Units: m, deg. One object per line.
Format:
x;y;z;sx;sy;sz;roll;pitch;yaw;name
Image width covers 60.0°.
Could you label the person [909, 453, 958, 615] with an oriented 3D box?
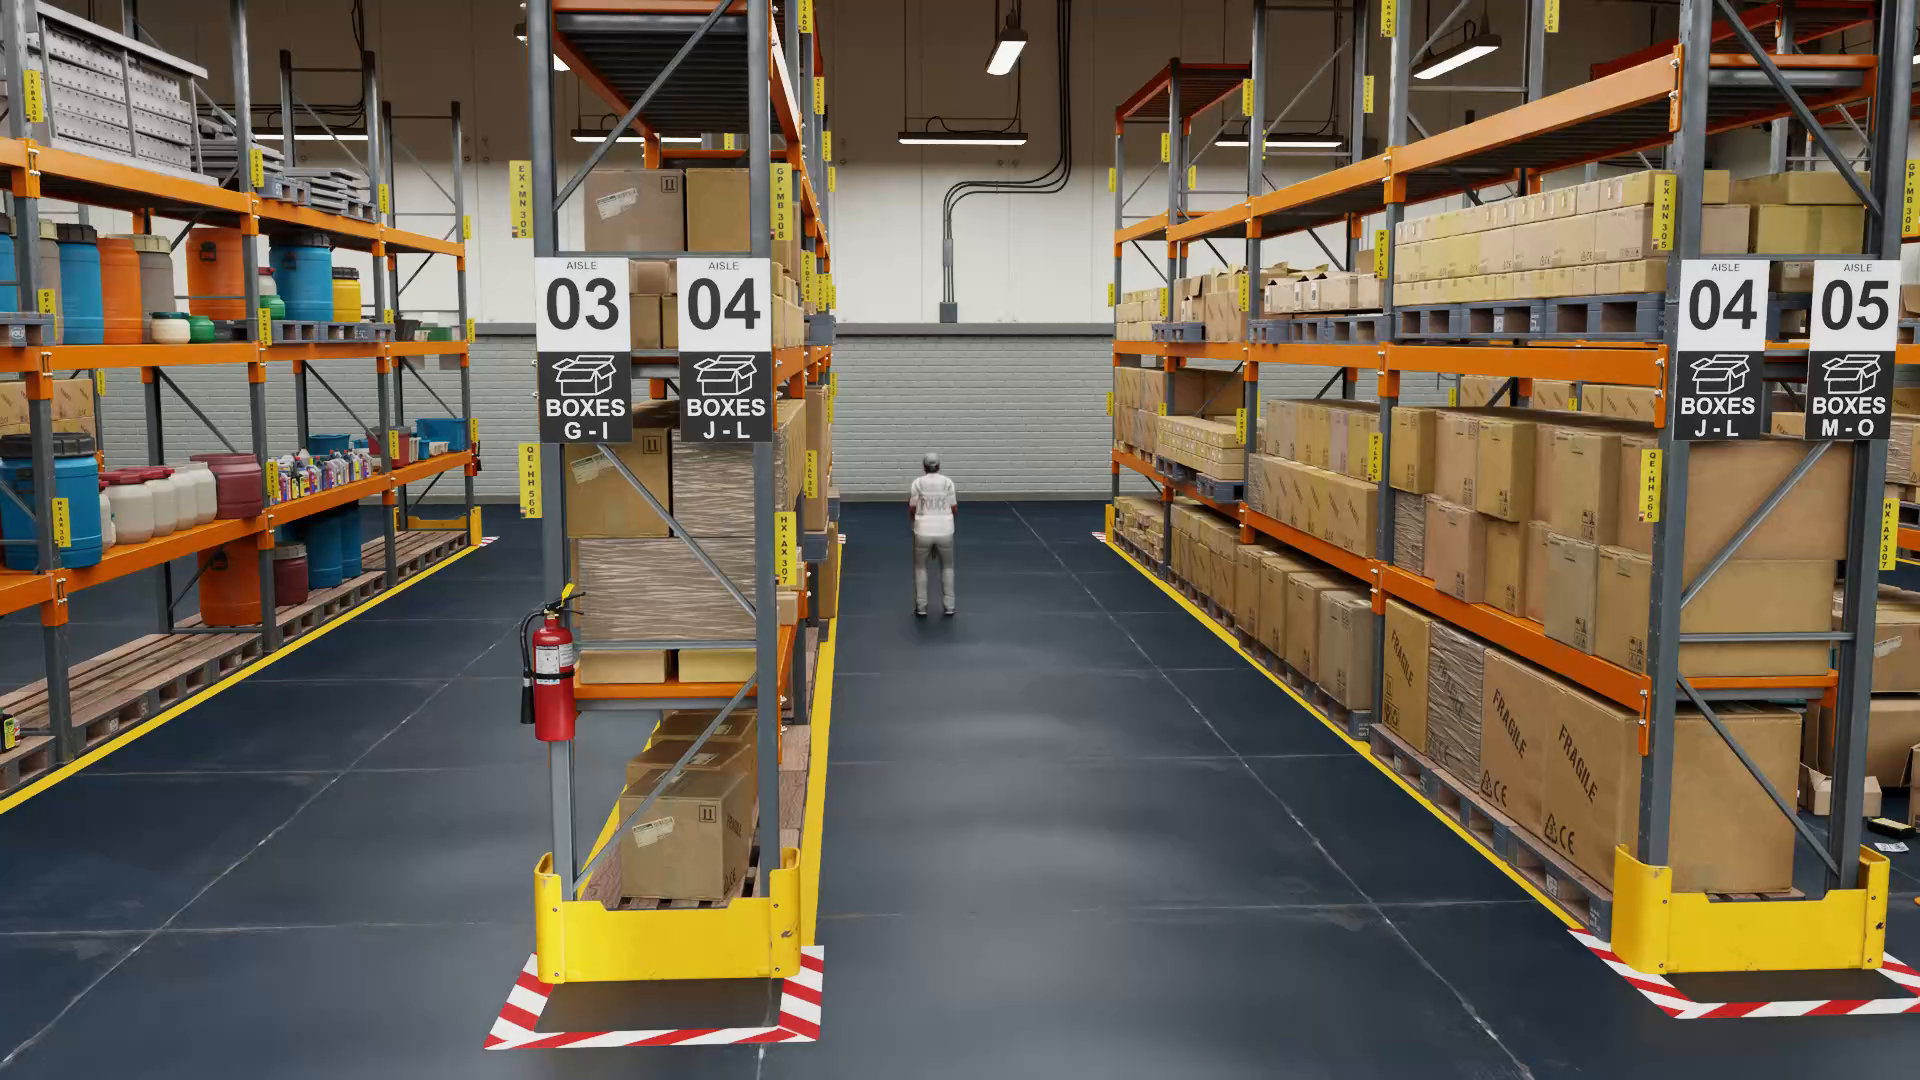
-0.273;-0.059;17.187;0.516;1.672;0.418;-1;7;-5;person
